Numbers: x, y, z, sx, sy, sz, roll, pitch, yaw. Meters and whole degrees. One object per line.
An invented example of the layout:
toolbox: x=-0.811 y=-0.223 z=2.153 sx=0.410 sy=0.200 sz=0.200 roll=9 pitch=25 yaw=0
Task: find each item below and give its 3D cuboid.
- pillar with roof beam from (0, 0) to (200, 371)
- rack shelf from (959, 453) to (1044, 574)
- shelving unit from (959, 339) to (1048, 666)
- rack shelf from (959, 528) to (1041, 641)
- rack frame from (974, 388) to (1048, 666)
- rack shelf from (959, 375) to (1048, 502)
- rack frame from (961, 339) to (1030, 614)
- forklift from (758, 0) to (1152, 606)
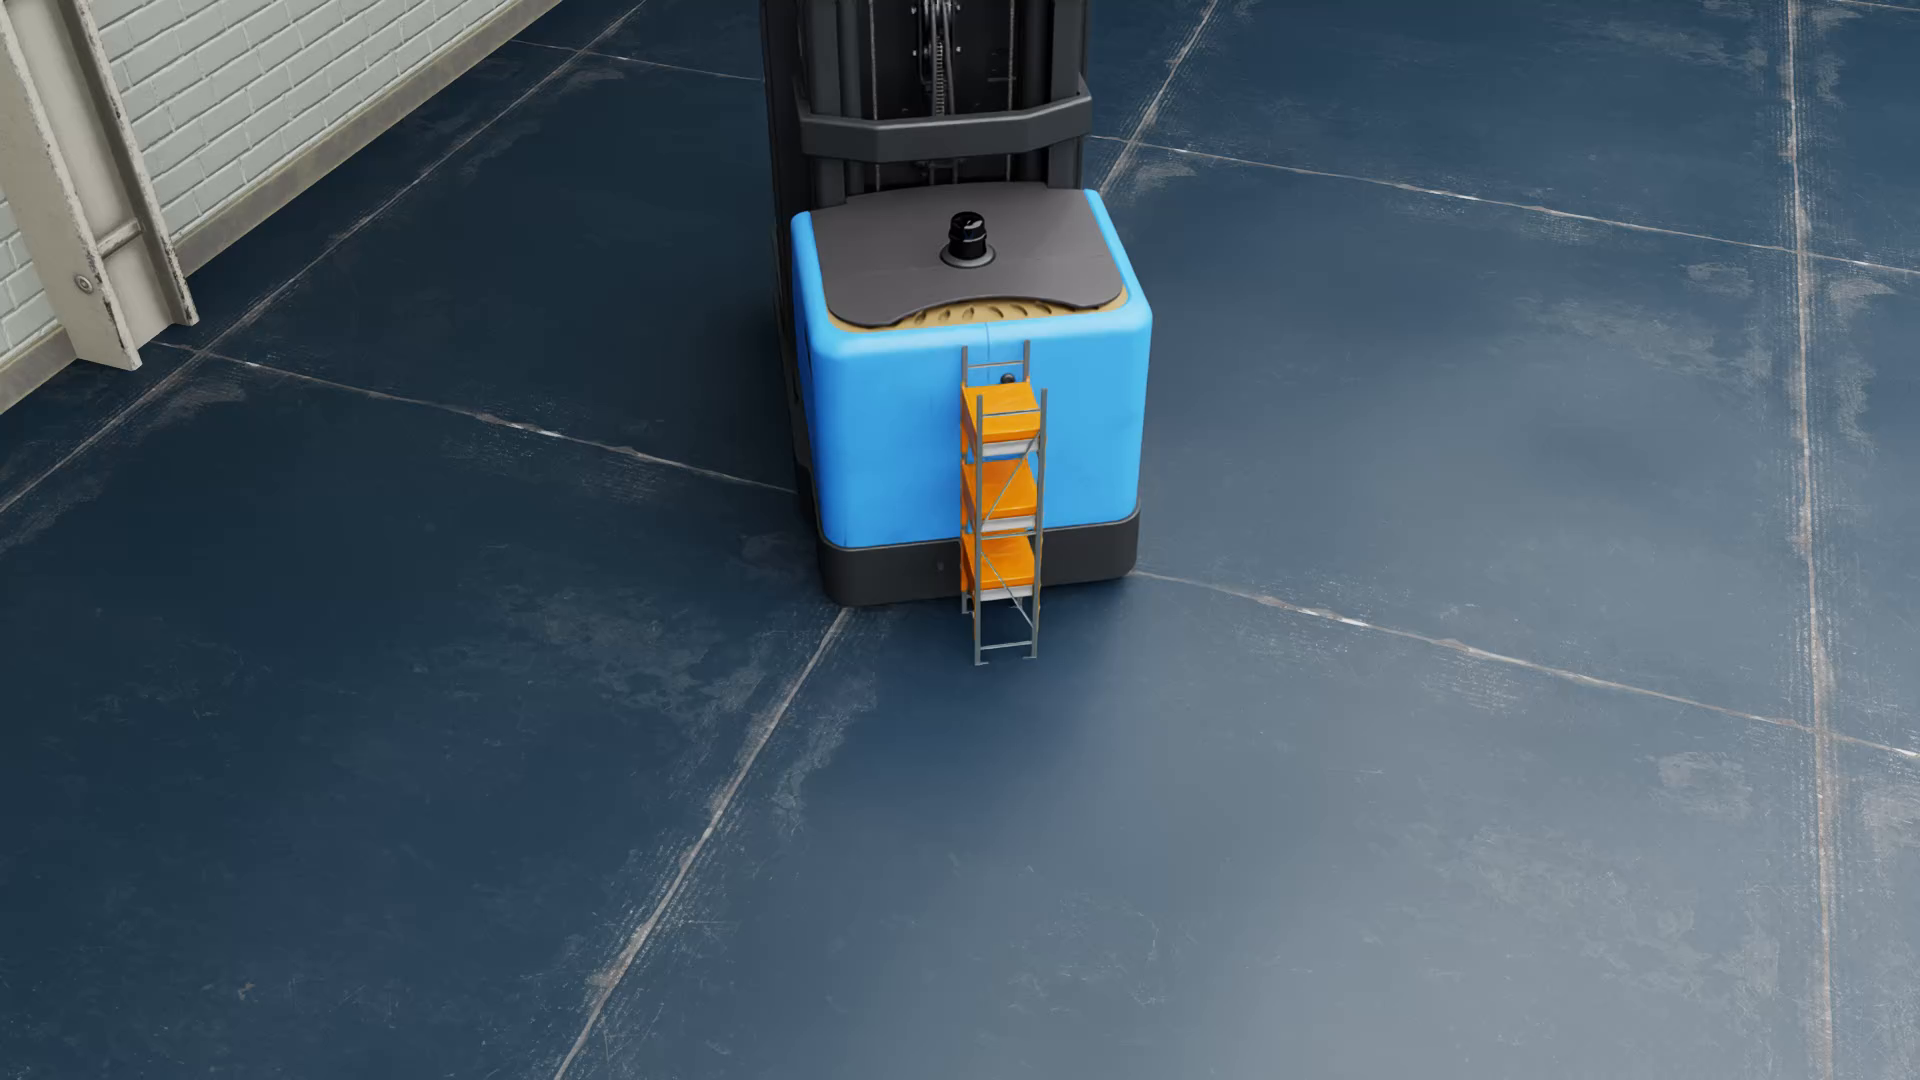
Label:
pillar with roof beam: x=0.723 y=-3.286 z=2.668 sx=9.100 sy=9.000 sz=0.400 roll=13 pitch=42 yaw=15
rack shelf: x=0.124 y=-0.082 z=5.053 sx=0.215 sy=0.259 sz=0.240 roll=-6 pitch=41 yaw=-7
shelving unit: x=0.124 y=-0.090 z=5.046 sx=0.215 sy=1.050 sz=0.252 roll=-6 pitch=41 yaw=-7
rack shelf: x=0.124 y=0.130 z=5.234 sx=0.215 sy=0.259 sz=0.240 roll=-6 pitch=41 yaw=-7
rack frame: x=0.145 y=-0.012 z=4.955 sx=0.200 sy=1.050 sz=0.008 roll=-6 pitch=41 yaw=-7
rack shelf: x=0.124 y=-0.298 z=4.869 sx=0.215 sy=0.259 sz=0.240 roll=-6 pitch=41 yaw=-7
rack frame: x=0.104 y=-0.168 z=5.138 sx=0.200 sy=1.050 sz=0.008 roll=-6 pitch=41 yaw=-7
forklift: x=-0.152 y=-1.859 z=5.670 sx=1.130 sy=2.935 sz=3.031 roll=-6 pitch=41 yaw=-7
